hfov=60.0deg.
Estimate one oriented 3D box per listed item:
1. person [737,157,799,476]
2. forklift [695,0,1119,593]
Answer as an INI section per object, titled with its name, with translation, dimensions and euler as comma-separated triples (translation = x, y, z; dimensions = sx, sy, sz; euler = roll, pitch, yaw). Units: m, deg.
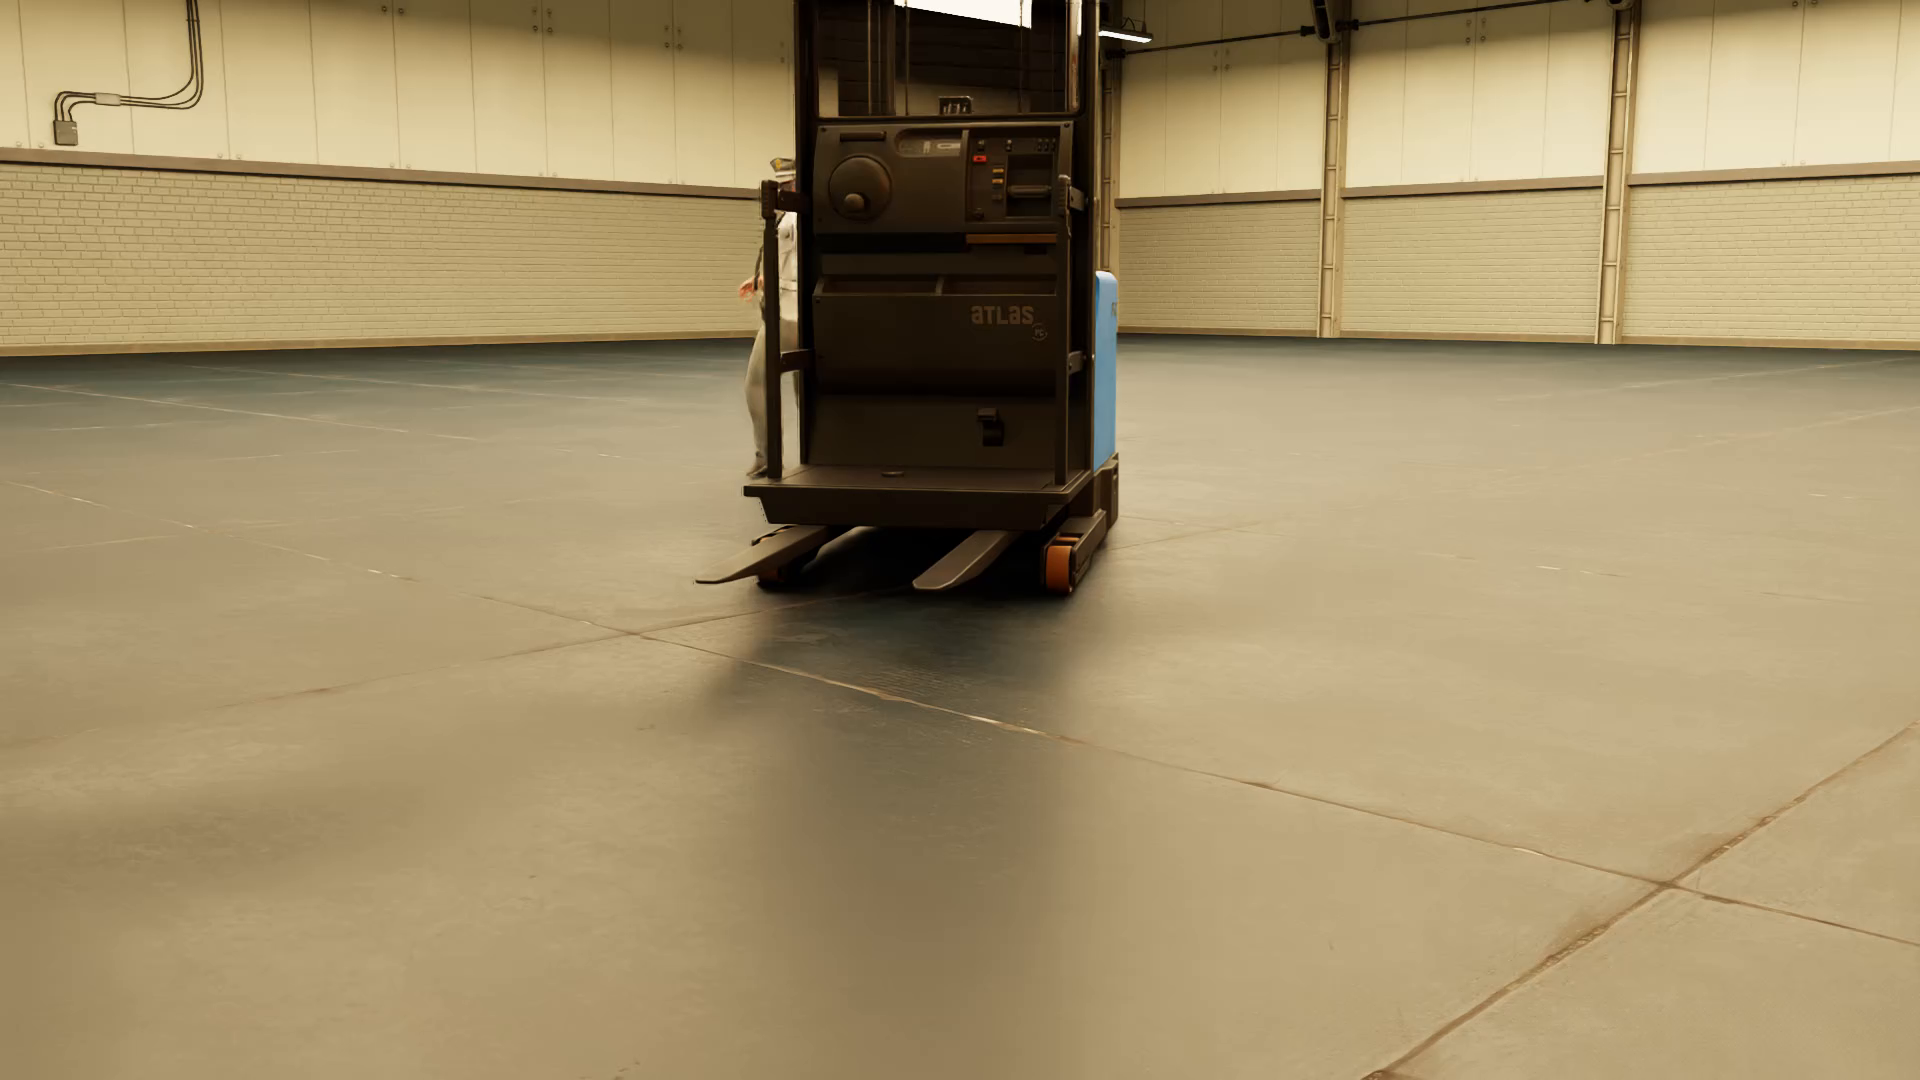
[person]
translation = -0.838, -1.132, 8.784
dimensions = 0.915, 1.735, 0.579
euler = 8, 12, 43
[forklift]
translation = -0.101, -1.330, 5.705
dimensions = 1.130, 2.935, 3.031
euler = 2, 9, 11
